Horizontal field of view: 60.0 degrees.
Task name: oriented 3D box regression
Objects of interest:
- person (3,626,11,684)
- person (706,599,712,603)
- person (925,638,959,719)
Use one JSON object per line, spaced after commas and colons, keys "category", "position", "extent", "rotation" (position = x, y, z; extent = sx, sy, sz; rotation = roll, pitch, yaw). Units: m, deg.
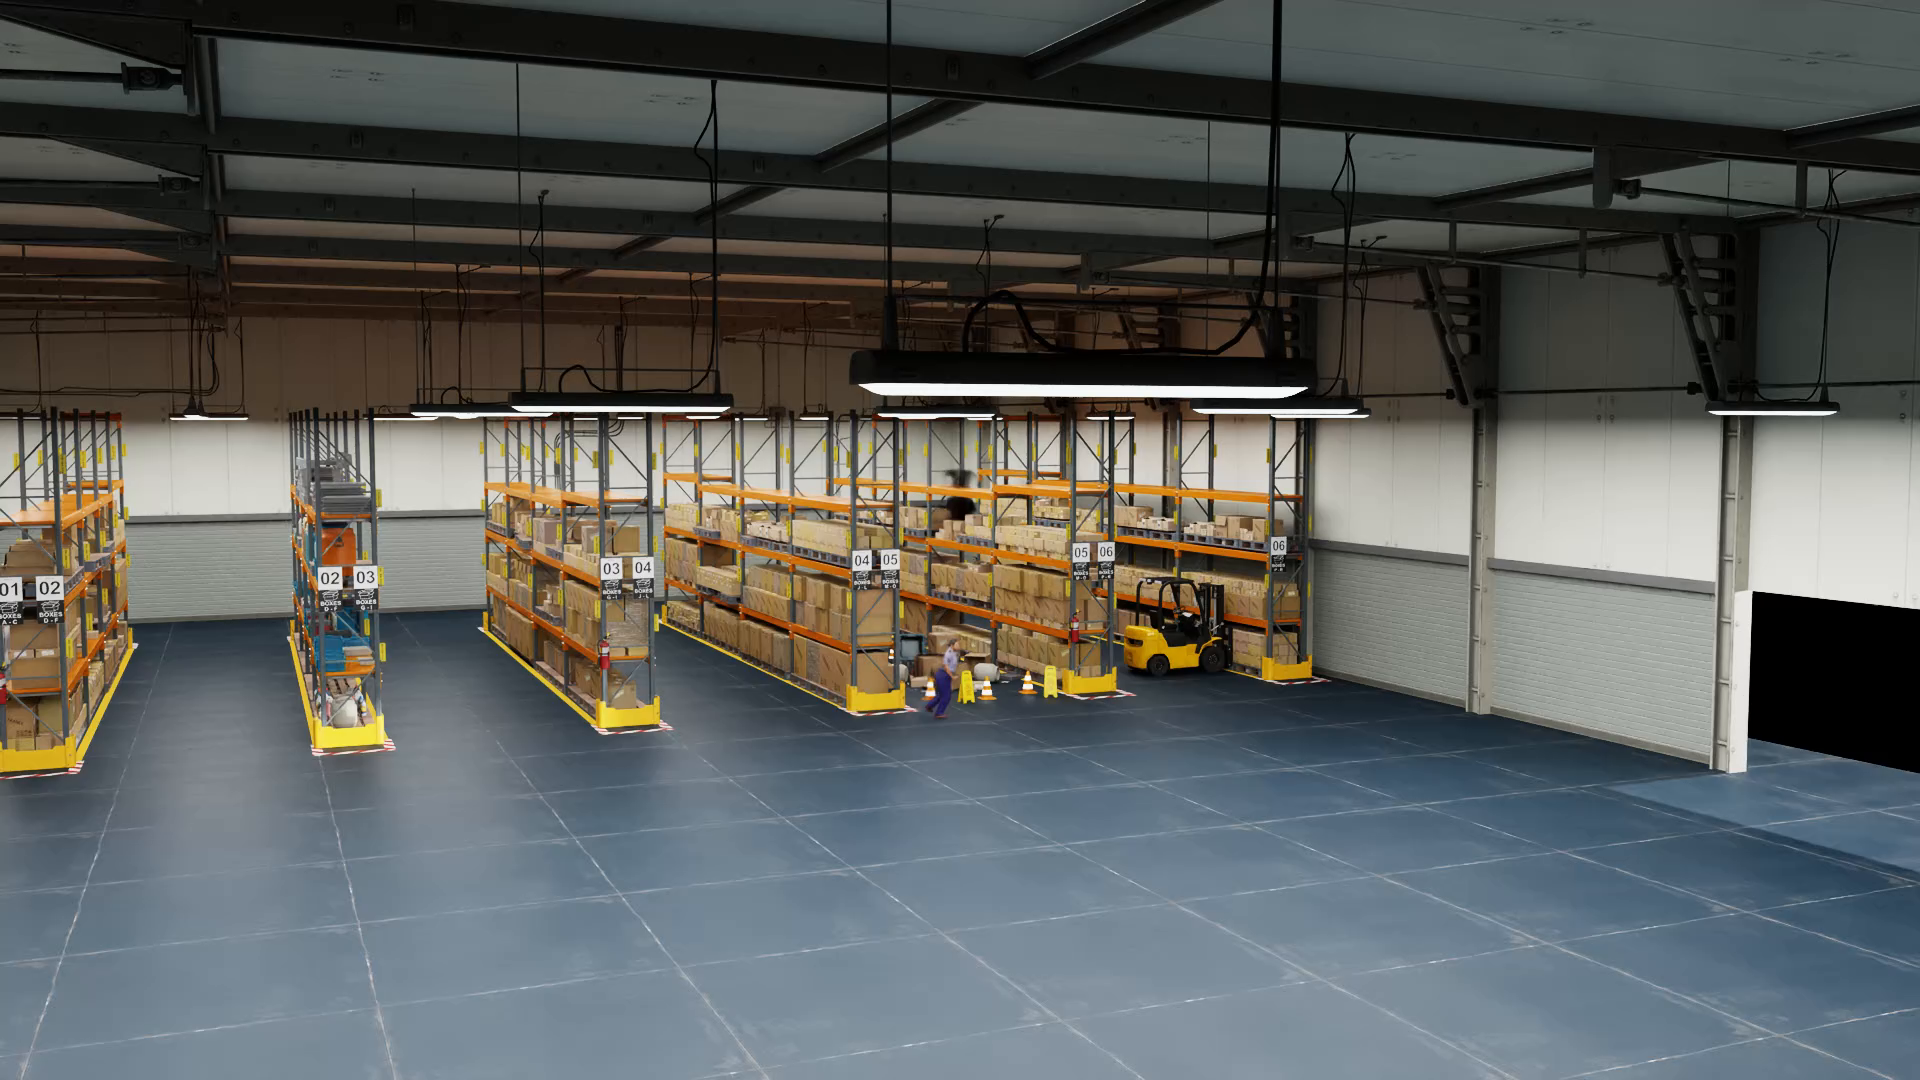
{"category": "person", "position": [-20.130, 2.421, 34.863], "extent": [0.707, 1.733, 0.864], "rotation": [-2, 5, -31]}
{"category": "person", "position": [-7.336, 1.519, 49.573], "extent": [0.550, 1.533, 0.741], "rotation": [2, 5, 28]}
{"category": "person", "position": [-0.341, 2.685, 32.286], "extent": [0.692, 1.554, 0.593], "rotation": [0, 4, 6]}
